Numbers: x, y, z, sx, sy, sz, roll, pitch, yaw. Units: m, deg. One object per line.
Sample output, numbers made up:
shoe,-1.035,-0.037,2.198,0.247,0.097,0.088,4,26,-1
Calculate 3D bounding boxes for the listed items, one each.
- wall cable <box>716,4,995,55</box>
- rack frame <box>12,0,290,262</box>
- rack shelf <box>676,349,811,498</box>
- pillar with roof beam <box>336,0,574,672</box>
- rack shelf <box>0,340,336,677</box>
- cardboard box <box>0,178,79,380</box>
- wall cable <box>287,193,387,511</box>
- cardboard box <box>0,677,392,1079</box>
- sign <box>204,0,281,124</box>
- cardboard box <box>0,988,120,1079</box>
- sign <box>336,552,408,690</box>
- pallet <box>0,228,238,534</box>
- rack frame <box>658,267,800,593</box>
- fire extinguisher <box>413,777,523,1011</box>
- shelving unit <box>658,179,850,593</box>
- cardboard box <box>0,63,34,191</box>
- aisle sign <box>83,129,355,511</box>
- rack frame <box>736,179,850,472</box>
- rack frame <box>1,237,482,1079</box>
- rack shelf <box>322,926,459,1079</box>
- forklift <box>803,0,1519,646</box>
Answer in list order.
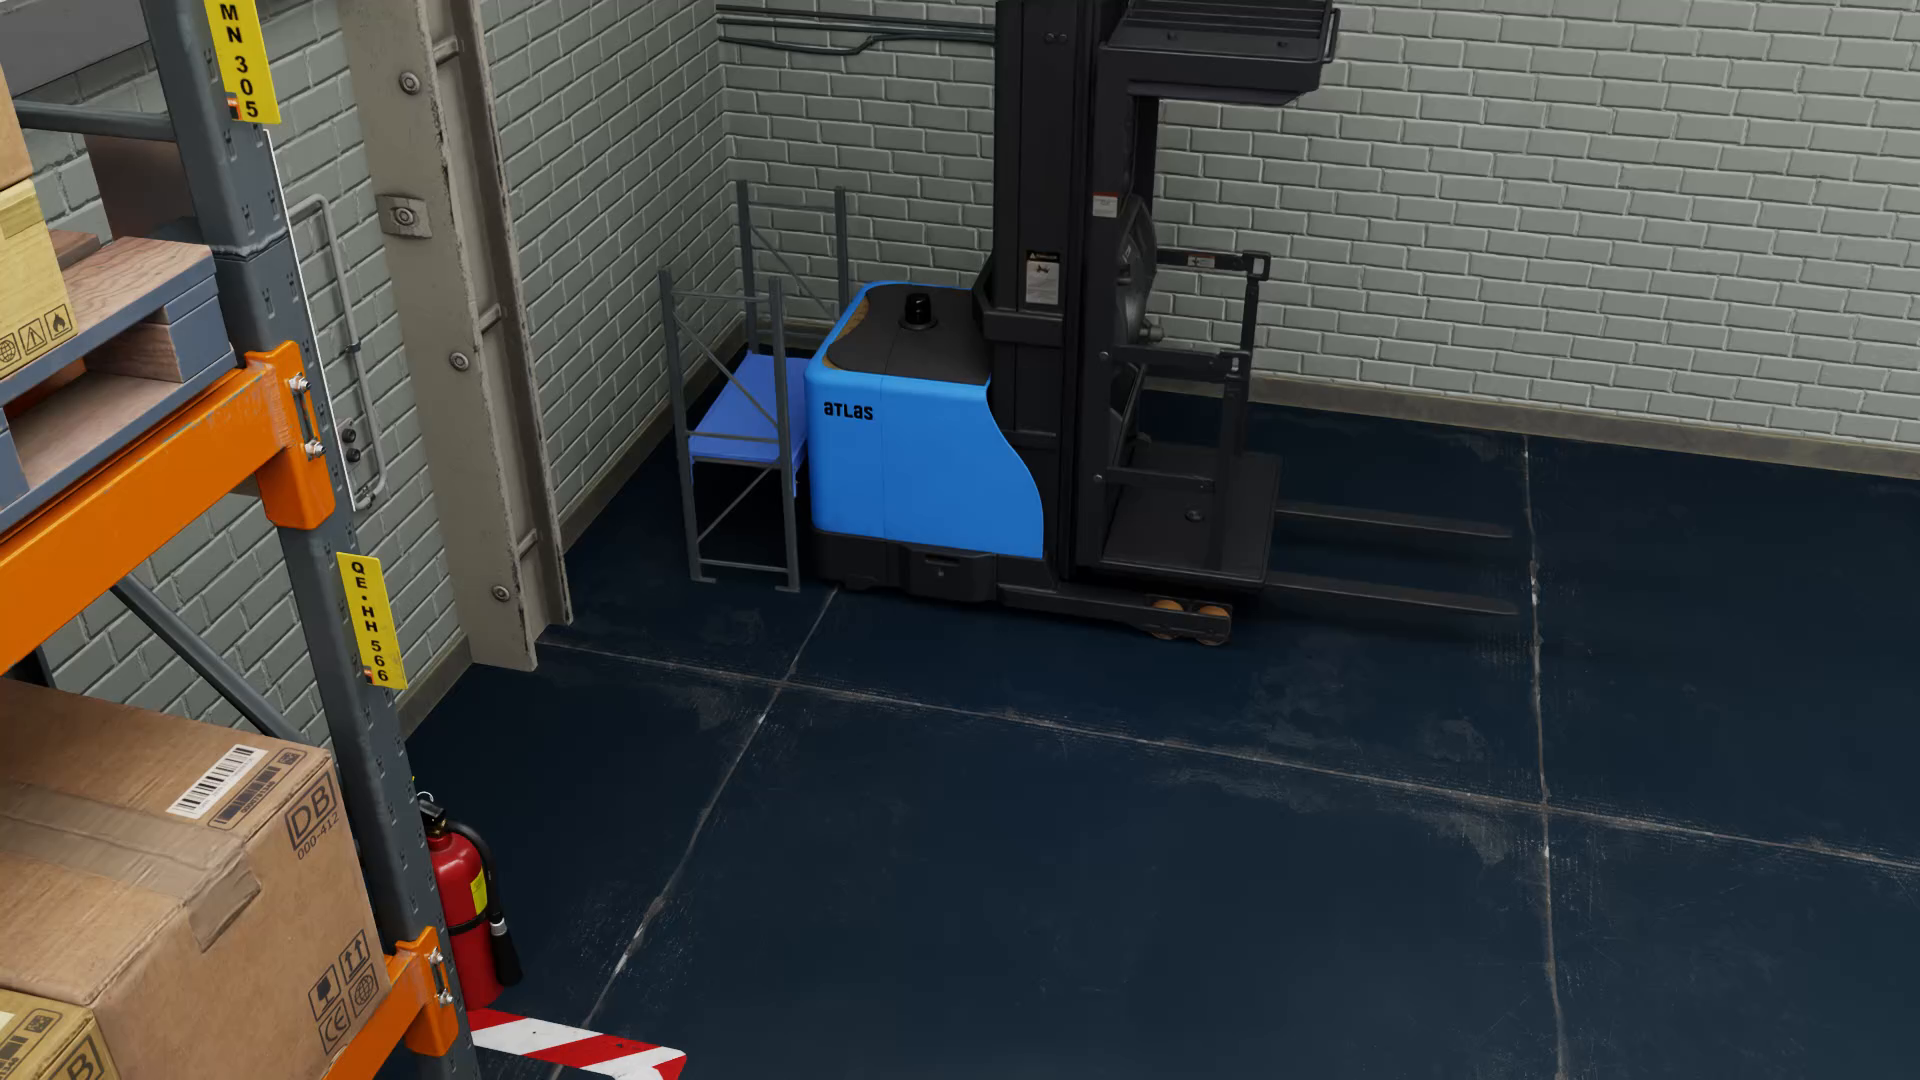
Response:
wall cable,0.060,-3.432,7.655,3.097,2.526,0.112,8,33,12
rack frame,-1.721,-1.856,2.281,1.000,3.000,0.127,8,33,12
rack shelf,-0.861,-0.547,7.548,0.538,0.185,1.000,6,33,9
pillar with roof beam,2.292,-2.789,3.749,9.100,9.000,0.400,8,33,12
rack shelf,-2.228,0.752,1.647,1.077,0.370,4.000,8,33,12
cardboard box,-1.650,-0.330,2.332,0.500,0.250,0.500,9,34,14
wall cable,-2.311,-0.546,4.866,0.084,1.984,1.851,8,33,12
cardboard box,-1.841,0.815,3.392,0.980,0.700,0.700,10,34,15
sign,-1.199,-0.849,2.742,0.100,0.325,0.005,8,33,12
cardboard box,-2.014,1.194,2.796,0.980,0.700,0.700,8,33,12
sign,-1.199,0.168,3.389,0.100,0.325,0.005,8,33,12
pallet,-1.899,-0.166,2.502,1.003,0.211,1.213,8,33,12
rack frame,-0.960,-0.432,7.031,0.500,1.500,0.032,6,33,9
fire extinguisher,-1.236,0.850,4.036,0.296,0.674,0.183,8,33,12
shelving unit,-0.861,-0.699,7.452,0.538,1.500,1.048,6,33,9
cardboard box,-1.643,-0.646,2.130,0.500,0.500,0.500,8,33,12
aisle sign,-1.412,-0.418,3.188,0.394,0.787,0.004,8,33,12
rack frame,-0.762,-0.967,7.872,0.500,1.500,0.032,6,33,9
rack frame,-1.721,0.676,3.891,1.000,3.000,0.127,8,33,12
rack shelf,-2.228,2.017,2.451,1.077,0.370,4.000,8,33,12
forklift,0.907,-1.105,6.756,3.031,2.935,1.130,7,33,11
